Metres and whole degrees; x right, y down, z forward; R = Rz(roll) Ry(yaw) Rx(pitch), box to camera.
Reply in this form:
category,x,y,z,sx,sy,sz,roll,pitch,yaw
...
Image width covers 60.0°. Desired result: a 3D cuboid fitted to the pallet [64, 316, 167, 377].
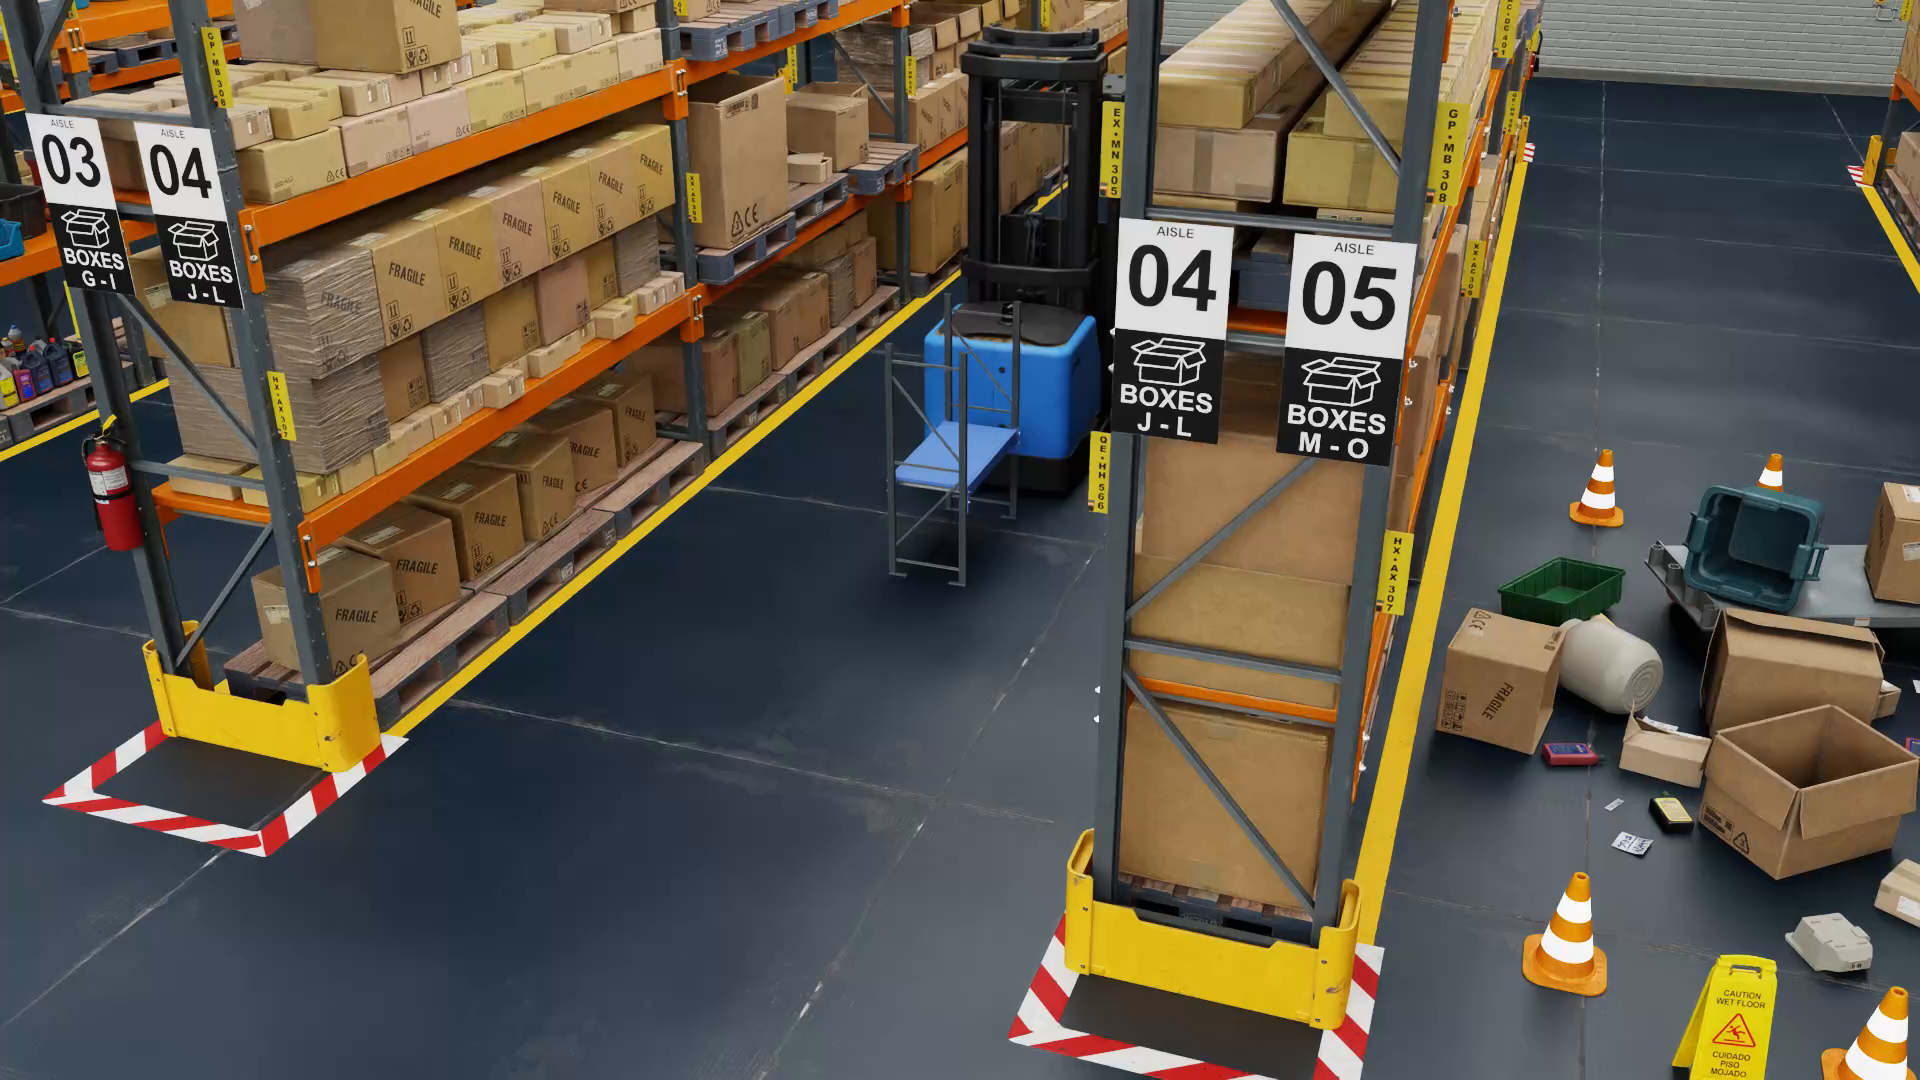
category,x,y,z,sx,sy,sz,roll,pitch,yaw
pallet,-6.718,-1.734,14.089,1.003,0.211,1.213,9,27,17

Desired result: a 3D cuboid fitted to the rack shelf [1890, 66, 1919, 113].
category,x,y,z,sx,sy,sz,roll,pitch,yaw
rack shelf,10.400,-4.291,16.996,1.077,0.370,4.000,9,27,17

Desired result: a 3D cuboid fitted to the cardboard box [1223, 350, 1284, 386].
category,x,y,z,sx,sy,sz,roll,pitch,yaw
cardboard box,1.296,-0.478,6.884,0.875,0.550,0.550,9,27,17

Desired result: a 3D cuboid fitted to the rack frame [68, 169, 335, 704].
category,x,y,z,sx,sy,sz,roll,pitch,yaw
rack frame,-3.604,-0.299,7.925,1.000,3.000,0.127,9,27,17

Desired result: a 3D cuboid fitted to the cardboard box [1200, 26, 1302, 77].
category,x,y,z,sx,sy,sz,roll,pitch,yaw
cardboard box,1.171,-1.972,6.716,0.380,0.149,0.250,9,27,18

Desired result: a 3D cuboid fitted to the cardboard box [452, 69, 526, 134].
category,x,y,z,sx,sy,sz,roll,pitch,yaw
cardboard box,-2.697,-2.372,8.938,0.500,0.250,0.500,10,27,19

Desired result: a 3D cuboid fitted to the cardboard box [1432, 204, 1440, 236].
category,x,y,z,sx,sy,sz,roll,pitch,yaw
cardboard box,1.541,-1.208,6.053,0.380,0.149,0.250,9,27,18

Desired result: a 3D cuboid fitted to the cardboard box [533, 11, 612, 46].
category,x,y,z,sx,sy,sz,roll,pitch,yaw
cardboard box,-2.285,-3.017,9.812,0.380,0.149,0.250,7,27,15

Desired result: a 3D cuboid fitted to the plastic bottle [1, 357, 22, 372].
category,x,y,z,sx,sy,sz,roll,pitch,yaw
plastic bottle,-7.098,-1.259,12.529,0.152,0.276,0.135,9,27,17

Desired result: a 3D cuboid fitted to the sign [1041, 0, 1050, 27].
category,x,y,z,sx,sy,sz,roll,pitch,yaw
sign,0.905,-5.641,17.721,0.100,0.325,0.005,9,27,17

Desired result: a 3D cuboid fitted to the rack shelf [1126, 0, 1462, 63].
category,x,y,z,sx,sy,sz,roll,pitch,yaw
rack shelf,1.706,-2.556,6.988,1.077,0.370,4.000,9,27,17

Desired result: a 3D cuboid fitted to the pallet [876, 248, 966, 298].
category,x,y,z,sx,sy,sz,roll,pitch,yaw
pallet,-0.608,-2.644,15.969,1.003,0.211,1.213,9,27,17

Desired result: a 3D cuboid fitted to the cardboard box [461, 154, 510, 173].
category,x,y,z,sx,sy,sz,roll,pitch,yaw
cardboard box,-2.994,-2.012,9.861,0.500,0.500,0.500,9,27,17

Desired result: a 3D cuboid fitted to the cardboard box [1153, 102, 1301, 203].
category,x,y,z,sx,sy,sz,roll,pitch,yaw
cardboard box,0.940,-1.430,6.054,0.500,0.250,0.500,9,27,18

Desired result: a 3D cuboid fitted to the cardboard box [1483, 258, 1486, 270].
category,x,y,z,sx,sy,sz,roll,pitch,yaw
cardboard box,4.160,-2.475,13.946,0.500,0.250,0.500,8,27,15

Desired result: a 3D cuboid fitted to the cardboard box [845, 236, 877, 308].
category,x,y,z,sx,sy,sz,roll,pitch,yaw
cardboard box,-1.145,-2.381,14.589,0.700,0.500,0.500,7,27,15

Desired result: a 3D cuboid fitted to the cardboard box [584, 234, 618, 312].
category,x,y,z,sx,sy,sz,roll,pitch,yaw
cardboard box,-2.680,-1.745,10.456,0.875,0.500,0.500,9,27,17

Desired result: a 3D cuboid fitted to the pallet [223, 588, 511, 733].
category,x,y,z,sx,sy,sz,roll,pitch,yaw
pallet,-3.275,0.596,9.276,1.003,0.211,1.213,9,27,17

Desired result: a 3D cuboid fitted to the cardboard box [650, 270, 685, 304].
category,x,y,z,sx,sy,sz,roll,pitch,yaw
cardboard box,-2.067,-1.699,11.104,0.380,0.149,0.250,9,27,17

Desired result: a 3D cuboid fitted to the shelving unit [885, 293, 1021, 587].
category,x,y,z,sx,sy,sz,roll,pitch,yaw
shelving unit,-0.028,-0.640,10.351,0.538,1.500,1.048,9,27,17

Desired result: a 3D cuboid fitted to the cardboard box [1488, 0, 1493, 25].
category,x,y,z,sx,sy,sz,roll,pitch,yaw
cardboard box,2.298,-2.506,7.817,0.380,0.149,0.250,9,27,18

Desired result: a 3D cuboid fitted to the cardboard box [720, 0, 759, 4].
category,x,y,z,sx,sy,sz,roll,pitch,yaw
cardboard box,-1.710,-4.094,11.722,0.797,0.503,0.637,10,28,20

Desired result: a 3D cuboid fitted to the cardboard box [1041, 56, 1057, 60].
category,x,y,z,sx,sy,sz,roll,pitch,yaw
cardboard box,0.793,-5.452,18.398,0.500,0.250,0.500,8,27,16

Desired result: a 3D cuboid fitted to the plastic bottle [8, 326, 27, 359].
category,x,y,z,sx,sy,sz,roll,pitch,yaw
plastic bottle,-7.463,-1.564,13.163,0.097,0.271,0.097,0,26,0

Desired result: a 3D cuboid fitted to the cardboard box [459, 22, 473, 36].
category,x,y,z,sx,sy,sz,roll,pitch,yaw
cardboard box,-3.018,-2.884,9.537,0.380,0.149,0.250,8,27,16

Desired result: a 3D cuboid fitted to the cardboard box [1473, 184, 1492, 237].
category,x,y,z,sx,sy,sz,roll,pitch,yaw
cardboard box,3.472,-2.236,11.812,0.500,0.500,0.500,8,27,17

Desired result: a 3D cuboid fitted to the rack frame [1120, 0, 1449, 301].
category,x,y,z,sx,sy,sz,roll,pitch,yaw
rack frame,1.040,-2.238,5.046,1.000,3.000,0.127,9,27,17

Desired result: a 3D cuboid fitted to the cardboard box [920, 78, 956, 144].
category,x,y,z,sx,sy,sz,roll,pitch,yaw
cardboard box,-0.354,-4.004,15.463,0.500,0.500,0.500,8,27,16

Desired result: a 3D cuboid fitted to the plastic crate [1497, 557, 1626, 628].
category,x,y,z,sx,sy,sz,roll,pitch,yaw
plastic crate,3.549,0.319,9.809,0.662,0.188,0.450,-20,23,-36

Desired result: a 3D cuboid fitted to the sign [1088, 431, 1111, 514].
category,x,y,z,sx,sy,sz,roll,pitch,yaw
sign,0.533,-0.250,6.224,0.100,0.325,0.005,9,27,17

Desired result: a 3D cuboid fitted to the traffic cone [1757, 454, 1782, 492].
category,x,y,z,sx,sy,sz,roll,pitch,yaw
traffic cone,5.319,-0.341,10.922,0.336,0.463,0.334,9,27,17

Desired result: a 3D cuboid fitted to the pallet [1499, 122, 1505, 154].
category,x,y,z,sx,sy,sz,roll,pitch,yaw
pallet,4.322,-3.559,14.878,1.003,0.211,1.213,9,27,17

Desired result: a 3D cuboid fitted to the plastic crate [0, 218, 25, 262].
category,x,y,z,sx,sy,sz,roll,pitch,yaw
plastic crate,-7.055,-2.100,11.815,0.499,0.251,0.616,9,27,17

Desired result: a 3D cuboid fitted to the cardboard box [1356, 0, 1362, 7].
category,x,y,z,sx,sy,sz,roll,pitch,yaw
cardboard box,1.846,-2.806,8.439,0.380,0.149,0.250,9,27,17

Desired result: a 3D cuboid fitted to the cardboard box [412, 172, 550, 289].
category,x,y,z,sx,sy,sz,roll,pitch,yaw
cardboard box,-2.665,-1.731,9.279,0.500,0.500,0.500,9,27,17

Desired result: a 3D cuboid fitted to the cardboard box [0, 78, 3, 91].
category,x,y,z,sx,sy,sz,roll,pitch,yaw
cardboard box,-10.444,-4.841,17.409,0.500,0.311,0.500,11,28,21

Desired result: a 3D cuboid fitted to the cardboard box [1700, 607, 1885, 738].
category,x,y,z,sx,sy,sz,roll,pitch,yaw
cardboard box,4.242,0.726,8.517,0.797,0.637,0.503,9,27,17

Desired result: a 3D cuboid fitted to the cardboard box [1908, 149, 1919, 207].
category,x,y,z,sx,sy,sz,roll,pitch,yaw
cardboard box,10.644,-3.810,17.635,0.875,0.438,0.875,9,27,19

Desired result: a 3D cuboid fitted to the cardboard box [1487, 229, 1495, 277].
category,x,y,z,sx,sy,sz,roll,pitch,yaw
cardboard box,4.679,-2.772,15.419,0.500,0.500,0.500,8,27,16

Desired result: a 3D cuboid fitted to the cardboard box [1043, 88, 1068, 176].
category,x,y,z,sx,sy,sz,roll,pitch,yaw
cardboard box,0.685,-4.723,19.018,0.875,0.875,0.875,9,27,17

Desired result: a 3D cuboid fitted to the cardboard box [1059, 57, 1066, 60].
category,x,y,z,sx,sy,sz,roll,pitch,yaw
cardboard box,0.976,-5.407,18.763,0.380,0.149,0.250,10,27,19

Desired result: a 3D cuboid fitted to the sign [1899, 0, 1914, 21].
category,x,y,z,sx,sy,sz,roll,pitch,yaw
sign,10.545,-5.945,18.502,0.100,0.325,0.005,9,27,17

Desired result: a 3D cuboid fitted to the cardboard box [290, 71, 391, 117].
category,x,y,z,sx,sy,sz,roll,pitch,yaw
cardboard box,-2.991,-2.156,8.034,0.380,0.149,0.250,10,28,20

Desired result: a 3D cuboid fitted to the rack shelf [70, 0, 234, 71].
category,x,y,z,sx,sy,sz,roll,pitch,yaw
rack shelf,-6.278,-4.509,14.004,1.077,0.370,4.000,9,27,17

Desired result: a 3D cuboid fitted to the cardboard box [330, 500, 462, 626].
category,x,y,z,sx,sy,sz,roll,pitch,yaw
cardboard box,-3.213,0.132,9.421,0.500,0.500,0.500,17,30,31

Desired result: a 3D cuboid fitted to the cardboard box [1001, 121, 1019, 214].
category,x,y,z,sx,sy,sz,roll,pitch,yaw
cardboard box,-0.101,-3.830,17.174,1.225,0.875,0.875,8,27,16

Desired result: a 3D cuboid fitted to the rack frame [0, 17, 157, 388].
category,x,y,z,sx,sy,sz,roll,pitch,yaw
rack frame,-6.943,-2.661,12.804,1.000,3.000,0.127,9,27,17

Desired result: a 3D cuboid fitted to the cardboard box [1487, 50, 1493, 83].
category,x,y,z,sx,sy,sz,roll,pitch,yaw
cardboard box,2.551,-2.457,8.632,0.380,0.149,0.250,9,27,17

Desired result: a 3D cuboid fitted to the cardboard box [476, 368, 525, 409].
category,x,y,z,sx,sy,sz,roll,pitch,yaw
cardboard box,-2.693,-0.871,9.394,0.380,0.149,0.250,9,27,17

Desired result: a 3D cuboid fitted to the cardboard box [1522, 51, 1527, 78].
category,x,y,z,sx,sy,sz,roll,pitch,yaw
cardboard box,5.594,-5.020,17.219,0.500,0.500,0.500,9,27,17

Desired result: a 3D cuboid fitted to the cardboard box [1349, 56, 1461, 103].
category,x,y,z,sx,sy,sz,roll,pitch,yaw
cardboard box,1.620,-1.667,6.085,0.380,0.149,0.250,8,27,17

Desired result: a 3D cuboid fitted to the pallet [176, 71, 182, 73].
category,x,y,z,sx,sy,sz,roll,pitch,yaw
pallet,-12.485,-7.434,25.862,1.003,0.211,1.213,9,27,17

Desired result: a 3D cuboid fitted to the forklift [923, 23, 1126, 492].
category,x,y,z,sx,sy,sz,roll,pitch,yaw
forklift,0.660,-2.264,12.063,1.130,2.935,3.031,8,27,15
